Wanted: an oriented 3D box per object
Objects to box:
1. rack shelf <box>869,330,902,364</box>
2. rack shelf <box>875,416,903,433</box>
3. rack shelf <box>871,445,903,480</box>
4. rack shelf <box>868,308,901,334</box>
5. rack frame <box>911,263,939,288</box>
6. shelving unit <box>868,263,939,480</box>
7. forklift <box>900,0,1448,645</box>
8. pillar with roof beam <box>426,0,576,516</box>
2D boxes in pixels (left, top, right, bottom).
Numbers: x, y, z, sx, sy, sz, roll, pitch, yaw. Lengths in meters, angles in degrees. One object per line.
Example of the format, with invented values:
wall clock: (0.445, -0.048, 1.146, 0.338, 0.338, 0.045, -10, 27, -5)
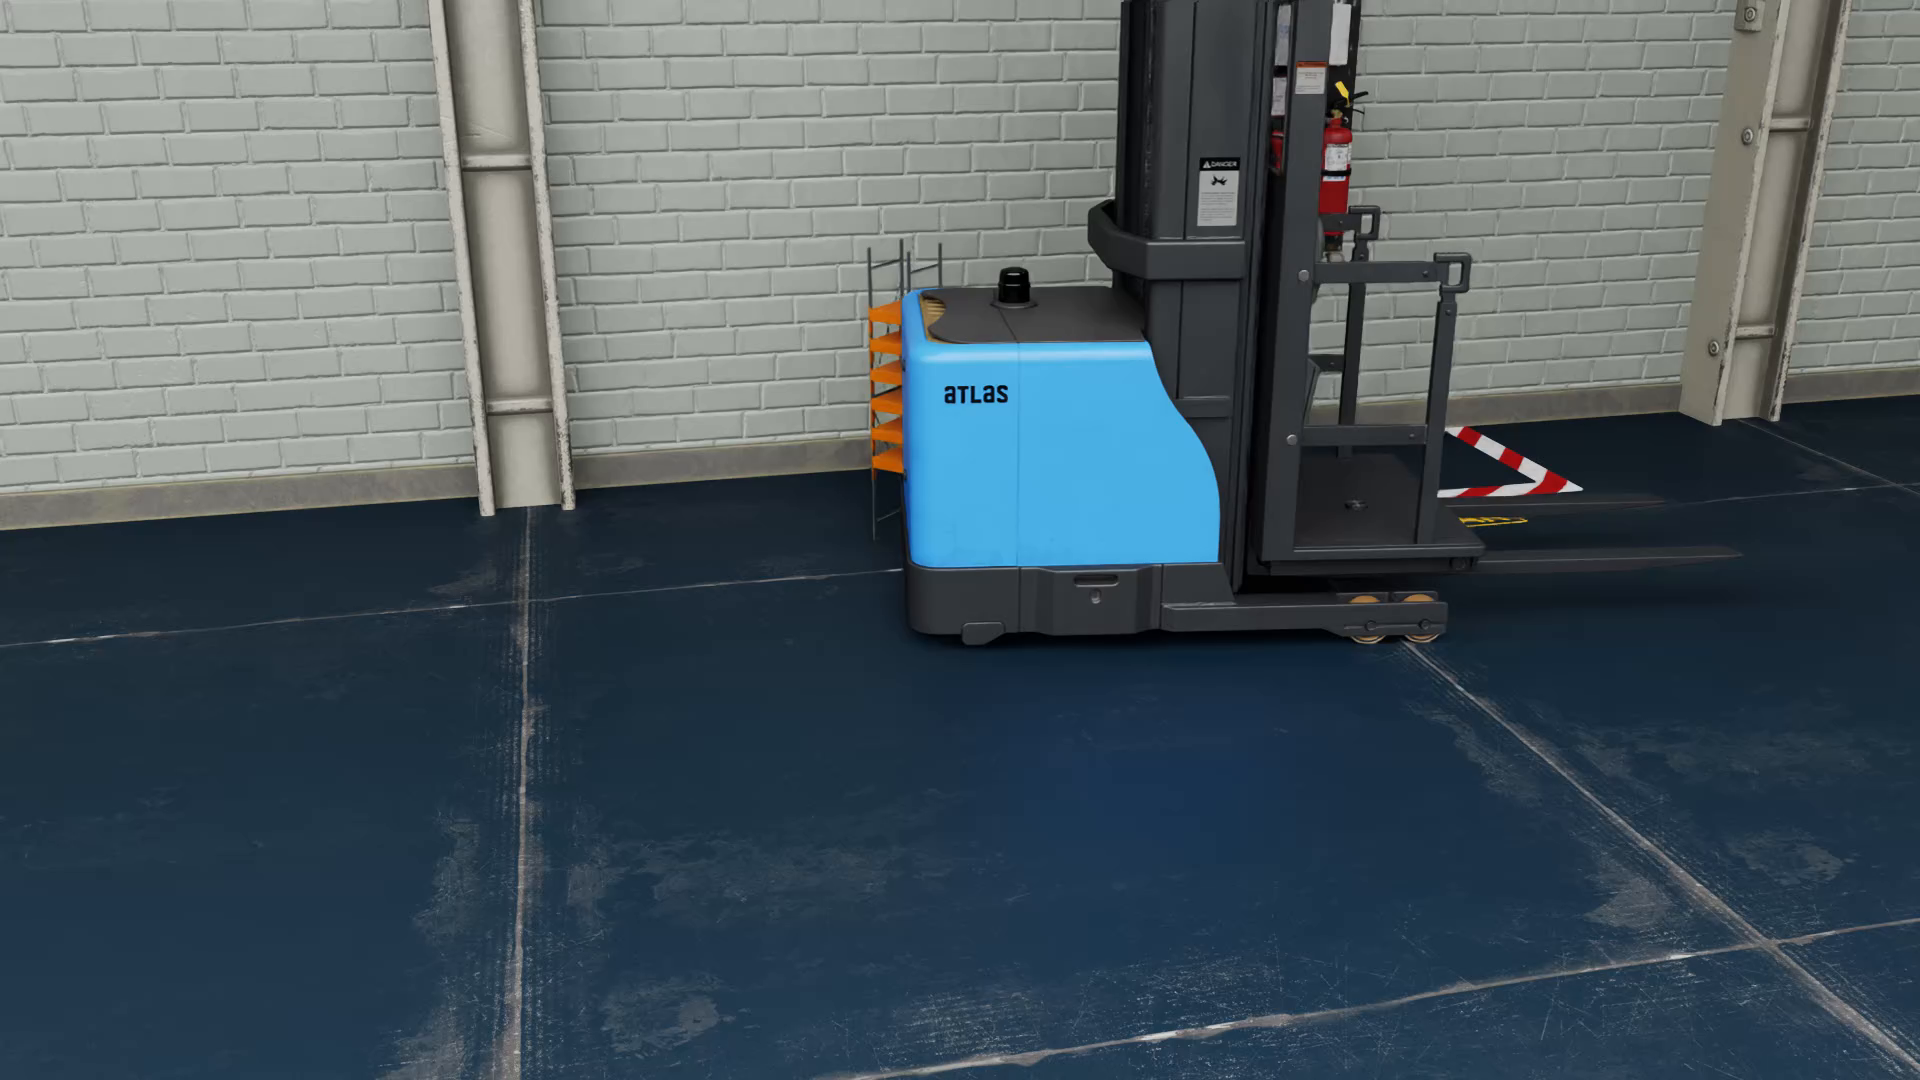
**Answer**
rack shelf: (-0.213, -0.761, 6.579, 0.180, 0.103, 0.258, 12, 23, 30)
rack shelf: (-0.212, -0.448, 6.692, 0.171, 0.034, 0.221, 12, 23, 30)
rack shelf: (-0.211, -0.310, 6.743, 0.180, 0.103, 0.258, 12, 23, 30)
rack shelf: (-0.213, -0.874, 6.538, 0.180, 0.103, 0.258, 12, 23, 30)
rack frame: (-0.135, -0.561, 6.599, 0.002, 1.046, 0.228, 12, 23, 30)
shelving unit: (-0.211, -0.577, 6.645, 0.183, 1.046, 0.258, 12, 23, 30)
forklift: (1.304, -1.193, 5.809, 3.031, 2.935, 1.130, -1, 20, -3)
pillar with roof beam: (-0.896, -2.954, 1.795, 0.400, 9.000, 9.100, -5, 21, -12)
